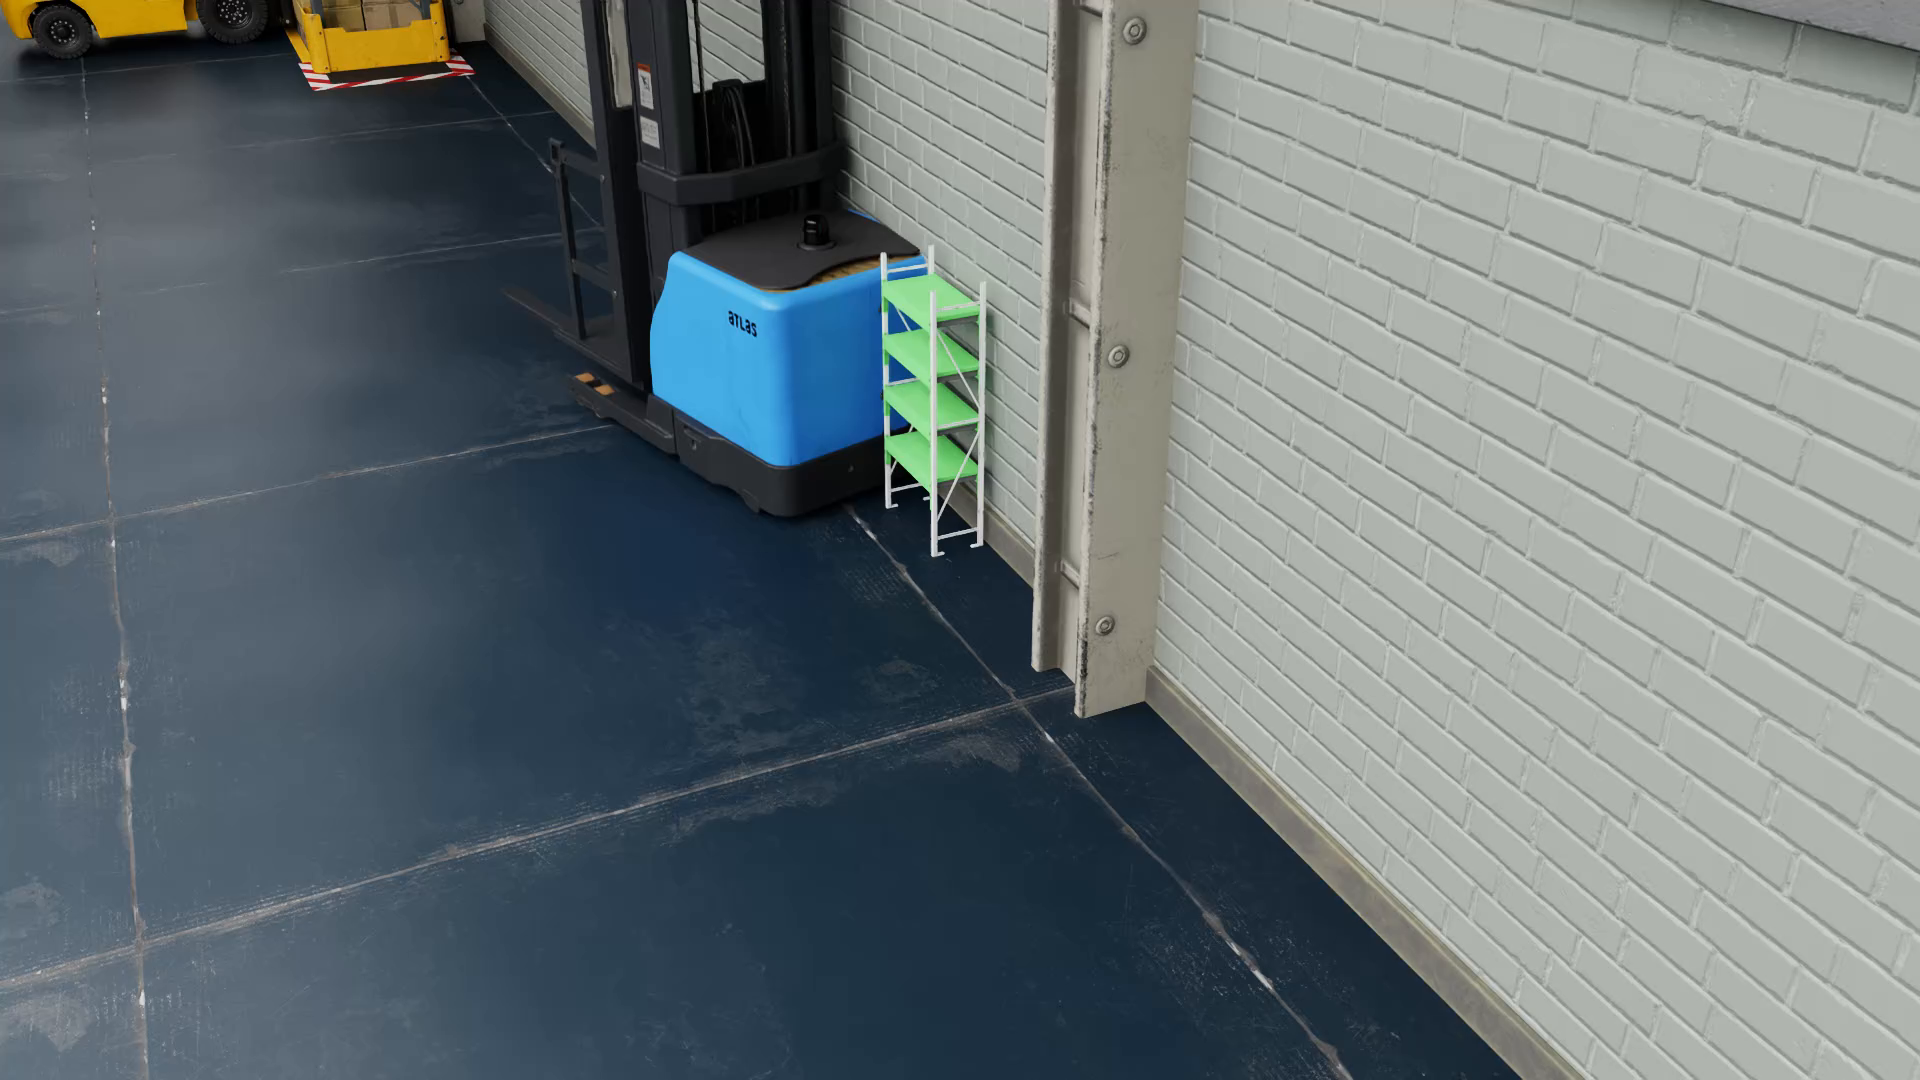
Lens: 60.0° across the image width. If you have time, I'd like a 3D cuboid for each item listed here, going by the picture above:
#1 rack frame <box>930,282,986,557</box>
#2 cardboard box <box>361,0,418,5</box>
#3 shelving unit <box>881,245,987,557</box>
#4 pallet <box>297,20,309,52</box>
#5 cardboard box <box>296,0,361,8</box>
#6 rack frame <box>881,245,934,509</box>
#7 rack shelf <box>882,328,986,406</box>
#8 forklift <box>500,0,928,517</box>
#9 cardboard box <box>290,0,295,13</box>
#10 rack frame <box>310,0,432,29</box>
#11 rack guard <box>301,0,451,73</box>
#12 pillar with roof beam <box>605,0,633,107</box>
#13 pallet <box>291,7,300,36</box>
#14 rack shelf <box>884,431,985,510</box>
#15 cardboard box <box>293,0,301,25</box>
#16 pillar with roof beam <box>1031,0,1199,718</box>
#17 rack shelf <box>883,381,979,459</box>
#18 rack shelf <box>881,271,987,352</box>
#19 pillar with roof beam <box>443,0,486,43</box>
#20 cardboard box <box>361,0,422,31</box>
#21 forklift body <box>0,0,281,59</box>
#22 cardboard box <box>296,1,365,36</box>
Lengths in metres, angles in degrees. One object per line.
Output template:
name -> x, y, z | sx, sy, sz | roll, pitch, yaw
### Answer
rack frame -> -0.008, -0.479, 6.876 | 0.240, 1.200, 0.015 | -13, 32, -23
cardboard box -> -5.185, -5.031, 15.026 | 0.500, 0.250, 0.500 | -12, 32, -21
shelving unit -> -0.115, -0.586, 7.068 | 0.258, 1.200, 0.503 | -13, 32, -23
pallet -> -5.537, -4.691, 15.399 | 1.003, 0.211, 1.213 | -13, 32, -22
cardboard box -> -5.662, -4.929, 14.844 | 0.500, 0.250, 0.500 | -14, 32, -23
rack frame -> -0.221, -0.694, 7.259 | 0.240, 1.200, 0.015 | -13, 32, -23
rack shelf -> -0.114, -0.740, 6.982 | 0.258, 0.148, 0.480 | -13, 32, -23
forklift -> -1.346, -2.027, 7.869 | 1.130, 2.935, 3.031 | -22, 36, -34
cardboard box -> -6.069, -5.147, 15.745 | 0.500, 0.250, 0.500 | -13, 32, -21
rack frame -> -5.171, -5.578, 14.130 | 1.000, 3.000, 0.127 | -13, 32, -22
rack guard -> -5.160, -4.477, 14.723 | 1.175, 0.500, 0.348 | -13, 32, -22
pillar with roof beam -> -5.968, -5.137, 7.210 | 9.100, 9.000, 0.400 | -13, 32, -22
pallet -> -6.056, -5.229, 16.359 | 1.003, 0.211, 1.213 | -13, 32, -22
rack shelf -> -0.116, -0.321, 7.216 | 0.258, 0.148, 0.480 | -13, 32, -23
cardboard box -> -5.863, -4.925, 15.347 | 0.500, 0.250, 0.500 | -13, 32, -22
pillar with roof beam -> -3.392, -2.487, 2.484 | 9.100, 9.000, 0.400 | -13, 32, -22
rack shelf -> -0.115, -0.531, 7.099 | 0.258, 0.148, 0.480 | -13, 32, -23
rack shelf -> -0.113, -0.950, 6.865 | 0.258, 0.148, 0.480 | -13, 32, -23
pillar with roof beam -> -8.544, -7.787, 11.937 | 9.100, 9.000, 0.400 | -13, 32, -22
cardboard box -> -5.205, -4.820, 15.160 | 0.500, 0.250, 0.500 | -13, 32, -22
forklift body -> -7.632, -5.662, 15.149 | 2.313, 2.155, 1.214 | -13, 32, -22
cardboard box -> -5.658, -4.703, 14.952 | 0.500, 0.250, 0.500 | -13, 32, -22
